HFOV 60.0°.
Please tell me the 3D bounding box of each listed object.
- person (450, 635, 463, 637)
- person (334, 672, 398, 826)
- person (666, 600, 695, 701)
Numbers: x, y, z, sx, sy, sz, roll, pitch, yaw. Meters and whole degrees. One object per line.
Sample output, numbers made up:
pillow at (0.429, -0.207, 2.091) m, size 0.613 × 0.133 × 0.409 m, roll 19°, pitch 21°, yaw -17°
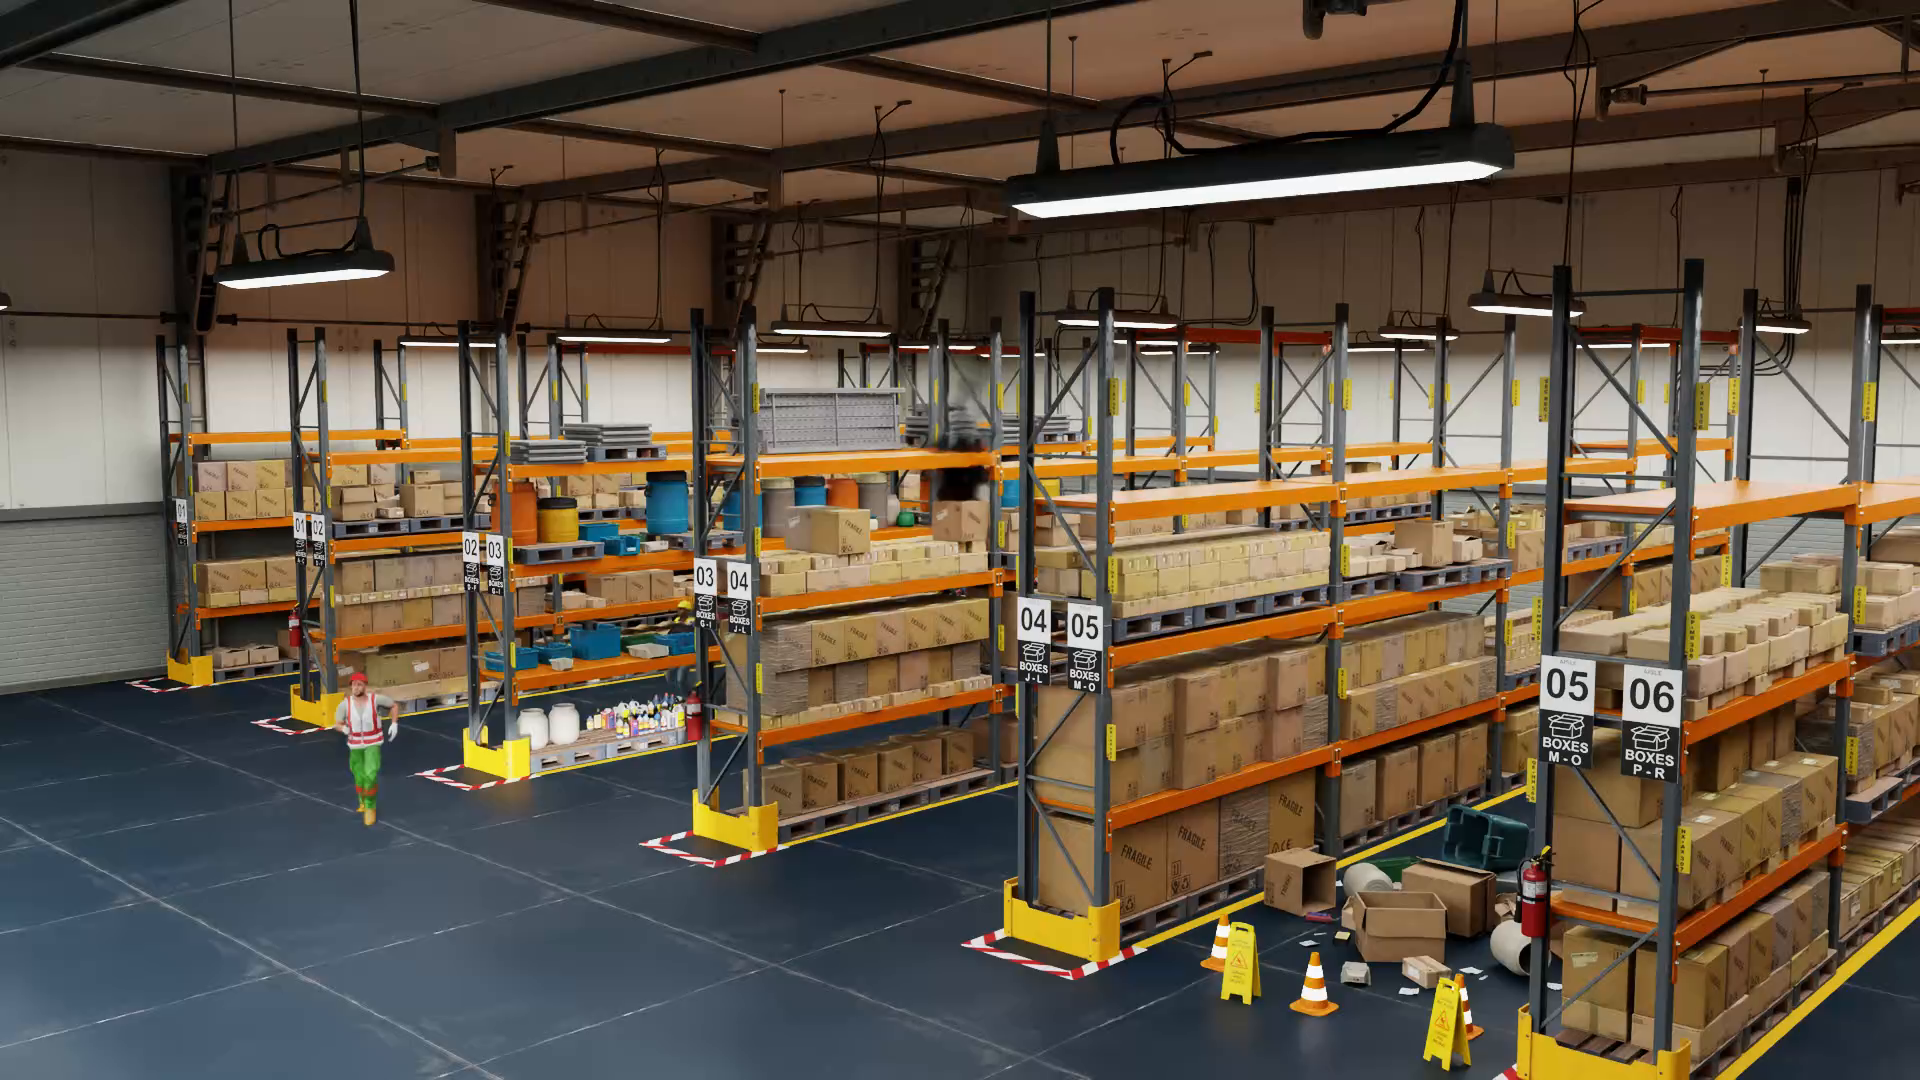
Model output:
person at (-8.813, 1.583, 28.939) m, size 0.674 × 1.721 × 0.569 m, roll 5°, pitch 8°, yaw 44°
person at (-6.984, 2.438, 19.561) m, size 0.673 × 1.796 × 0.896 m, roll -1°, pitch 5°, yaw -6°
person at (-4.443, 1.820, 26.463) m, size 0.695 × 1.720 × 0.547 m, roll 4°, pitch 7°, yaw 37°
